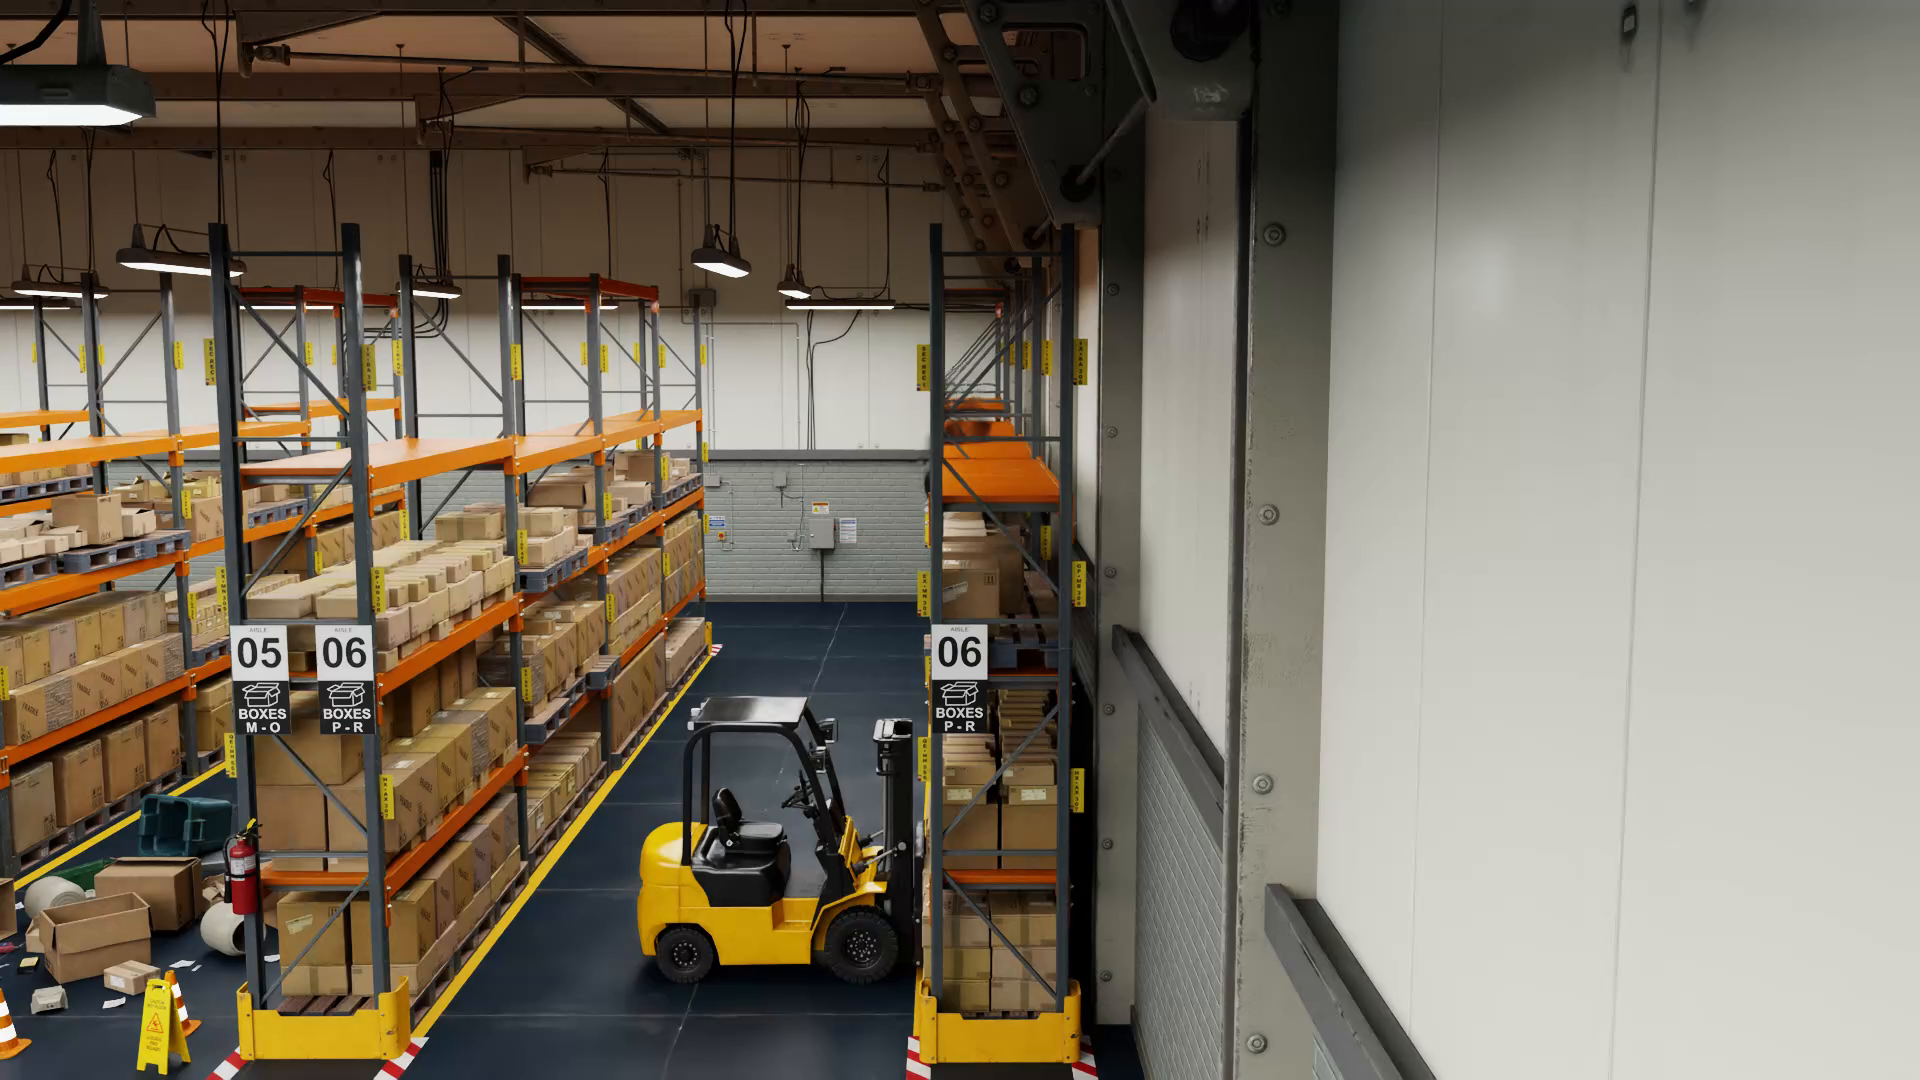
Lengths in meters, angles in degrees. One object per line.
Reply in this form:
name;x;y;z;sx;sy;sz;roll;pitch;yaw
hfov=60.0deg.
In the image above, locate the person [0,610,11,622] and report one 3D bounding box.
person;-12.985;1.721;22.523;0.599;1.652;0.540;-1;7;-7
